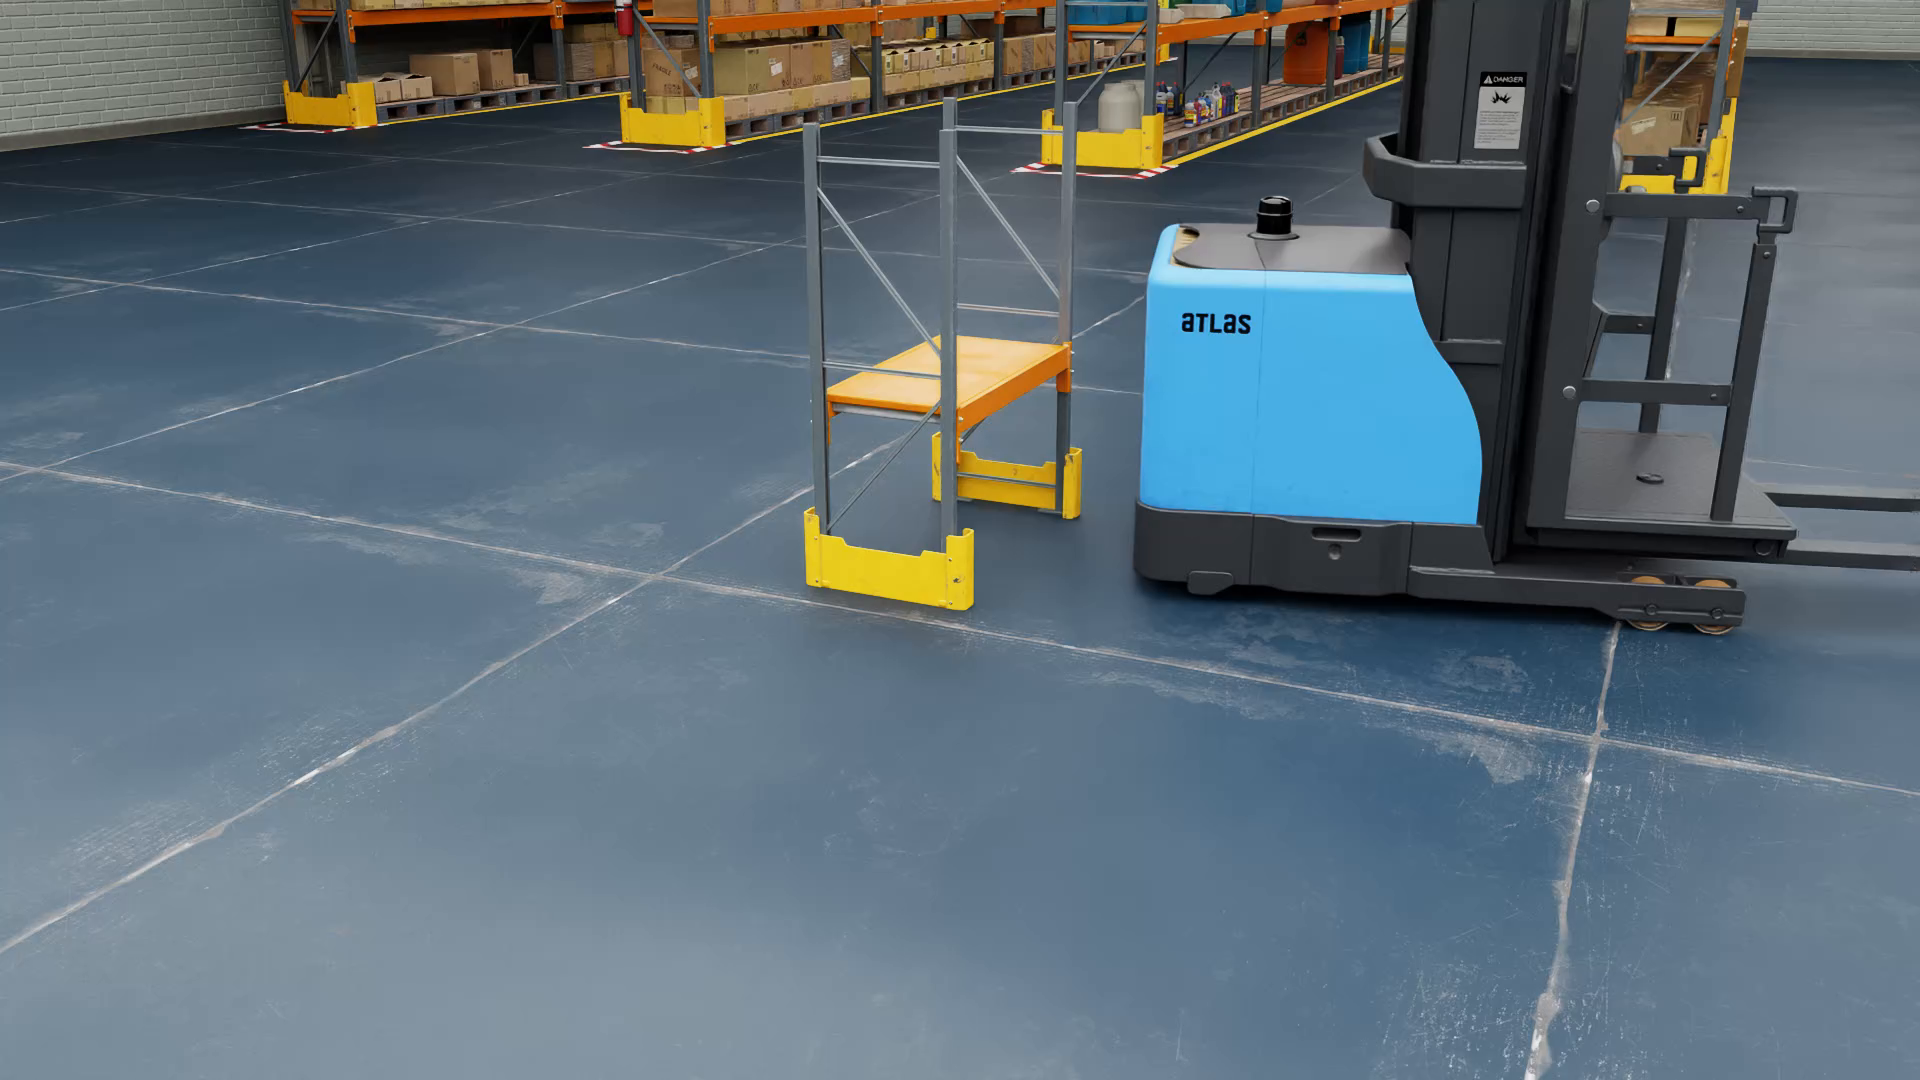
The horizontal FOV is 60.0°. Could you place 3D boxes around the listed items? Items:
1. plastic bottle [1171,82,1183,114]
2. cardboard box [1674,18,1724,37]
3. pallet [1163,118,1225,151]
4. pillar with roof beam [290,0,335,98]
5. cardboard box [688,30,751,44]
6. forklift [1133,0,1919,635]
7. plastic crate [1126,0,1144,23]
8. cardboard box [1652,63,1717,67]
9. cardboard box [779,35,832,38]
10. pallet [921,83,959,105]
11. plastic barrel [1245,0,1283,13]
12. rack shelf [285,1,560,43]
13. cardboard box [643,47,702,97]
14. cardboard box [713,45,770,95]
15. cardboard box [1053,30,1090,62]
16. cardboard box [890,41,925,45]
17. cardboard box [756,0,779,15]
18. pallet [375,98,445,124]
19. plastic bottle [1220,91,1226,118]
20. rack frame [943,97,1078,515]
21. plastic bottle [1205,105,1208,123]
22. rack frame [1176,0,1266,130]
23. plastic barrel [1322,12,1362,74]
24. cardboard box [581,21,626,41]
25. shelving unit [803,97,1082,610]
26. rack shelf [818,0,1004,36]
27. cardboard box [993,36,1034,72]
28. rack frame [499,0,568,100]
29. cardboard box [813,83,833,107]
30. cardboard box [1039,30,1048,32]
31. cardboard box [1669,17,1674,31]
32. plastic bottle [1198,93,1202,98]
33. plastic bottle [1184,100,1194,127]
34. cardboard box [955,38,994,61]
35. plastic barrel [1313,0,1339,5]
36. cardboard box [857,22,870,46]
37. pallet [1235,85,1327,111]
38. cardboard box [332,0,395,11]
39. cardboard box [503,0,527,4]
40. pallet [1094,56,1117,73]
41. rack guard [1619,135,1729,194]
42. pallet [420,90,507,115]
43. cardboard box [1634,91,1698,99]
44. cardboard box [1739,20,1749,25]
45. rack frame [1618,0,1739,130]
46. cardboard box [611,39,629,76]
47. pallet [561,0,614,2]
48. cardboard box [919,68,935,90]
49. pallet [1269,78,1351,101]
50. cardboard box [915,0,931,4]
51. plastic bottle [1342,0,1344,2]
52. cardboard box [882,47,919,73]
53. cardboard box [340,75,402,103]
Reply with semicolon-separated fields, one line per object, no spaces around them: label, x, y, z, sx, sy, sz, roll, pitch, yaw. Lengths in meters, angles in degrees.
plastic bottle;2.461;-5.050;18.989;0.144;0.351;0.185;9;21;23
cardboard box;6.253;-4.334;14.054;0.380;0.149;0.250;9;21;23
pallet;2.227;-4.413;18.062;1.003;0.211;1.213;9;21;23
pillar with roof beam;-4.213;-9.006;17.862;9.100;9.000;0.400;9;21;23
cardboard box;-3.941;-8.274;27.340;0.750;0.750;0.750;8;21;22
forklift;2.134;-1.280;5.194;3.031;2.935;1.130;3;20;9
plastic crate;1.603;-5.399;16.897;0.499;0.251;0.408;9;21;23
cardboard box;8.497;-5.320;19.525;0.700;0.500;0.500;11;22;27
cardboard box;-1.955;-6.138;21.110;0.500;0.500;0.500;9;21;23
pallet;-0.715;-6.272;23.291;1.003;0.211;1.213;9;21;23
plastic barrel;3.473;-6.613;19.340;0.600;0.901;0.708;9;21;23
rack shelf;-6.819;-6.710;21.432;1.077;0.370;4.000;9;21;23
cardboard box;-3.169;-5.219;18.525;0.500;0.500;0.500;9;21;23
cardboard box;-2.492;-5.301;18.755;0.500;0.500;0.500;9;21;23
cardboard box;1.856;-8.266;27.810;0.500;0.500;0.500;8;21;22
cardboard box;-0.742;-6.933;23.628;0.500;0.311;0.500;8;21;21
cardboard box;-2.495;-6.259;18.942;0.700;0.500;0.500;9;21;23
pallet;-7.242;-5.390;20.810;1.003;0.211;1.213;9;21;23
plastic bottle;2.930;-4.877;18.604;0.061;0.283;0.133;10;22;26
rack frame;0.173;-0.836;6.081;0.500;1.500;0.032;9;21;23
plastic bottle;2.649;-4.644;18.069;0.097;0.201;0.097;0;20;0
rack frame;3.038;-6.300;19.208;1.000;3.000;0.127;9;21;23
plastic barrel;5.786;-7.575;25.296;0.600;0.901;0.708;9;21;23
cardboard box;-5.327;-7.565;24.718;0.500;0.250;0.500;8;21;21
shelving unit;-0.031;-0.683;5.652;0.587;1.500;1.083;9;21;23
rack shelf;-0.660;-7.254;22.962;1.077;0.370;4.000;9;21;23
cardboard box;0.815;-7.494;25.639;0.500;0.500;0.500;8;21;21
rack frame;-6.000;-7.660;23.031;1.000;3.000;0.127;9;21;23
cardboard box;-1.875;-5.406;20.169;0.500;0.250;0.500;9;21;23
cardboard box;1.168;-8.177;27.560;0.500;0.500;0.500;9;21;23
cardboard box;6.262;-4.700;15.083;0.380;0.149;0.250;9;21;23
plastic bottle;2.659;-4.799;18.385;0.061;0.283;0.133;9;21;23
plastic bottle;2.427;-4.511;17.592;0.097;0.271;0.097;0;20;0
cardboard box;0.169;-7.177;24.312;0.500;0.311;0.500;9;22;24
plastic barrel;4.763;-7.404;22.108;0.600;0.536;0.708;9;21;23
cardboard box;-2.116;-9.493;31.290;0.700;0.500;0.500;8;21;22
pallet;4.324;-5.978;22.463;1.003;0.211;1.213;9;21;23
cardboard box;-7.149;-6.481;19.911;0.500;0.250;0.500;8;21;21
cardboard box;-6.129;-7.261;22.103;0.500;0.250;0.500;9;21;23
pallet;2.079;-8.323;29.056;1.003;0.211;1.213;9;21;23
rack guard;5.950;-3.244;14.343;1.175;0.500;0.348;9;21;23
pallet;-6.741;-5.762;21.855;1.003;0.211;1.213;9;21;23
cardboard box;6.677;-3.983;15.796;0.500;0.500;0.500;11;22;28
cardboard box;10.224;-6.792;23.133;1.225;0.875;0.875;8;21;21
rack frame;7.557;-5.621;17.297;1.000;3.000;0.127;9;21;23
cardboard box;-5.302;-7.232;24.901;0.700;0.500;0.500;9;21;23
pallet;-5.554;-7.783;23.664;1.003;0.211;1.213;9;21;23
cardboard box;-0.668;-6.288;22.649;0.500;0.250;0.500;8;21;21
pallet;4.961;-6.456;23.808;1.003;0.211;1.213;9;21;23
cardboard box;-0.729;-7.575;22.643;0.500;0.500;0.500;9;21;23
plastic bottle;5.325;-7.650;23.178;0.061;0.283;0.133;9;21;23
cardboard box;-0.873;-6.392;22.106;0.500;0.311;0.500;8;21;22
cardboard box;-7.273;-5.577;20.529;0.500;0.311;0.500;6;20;17
